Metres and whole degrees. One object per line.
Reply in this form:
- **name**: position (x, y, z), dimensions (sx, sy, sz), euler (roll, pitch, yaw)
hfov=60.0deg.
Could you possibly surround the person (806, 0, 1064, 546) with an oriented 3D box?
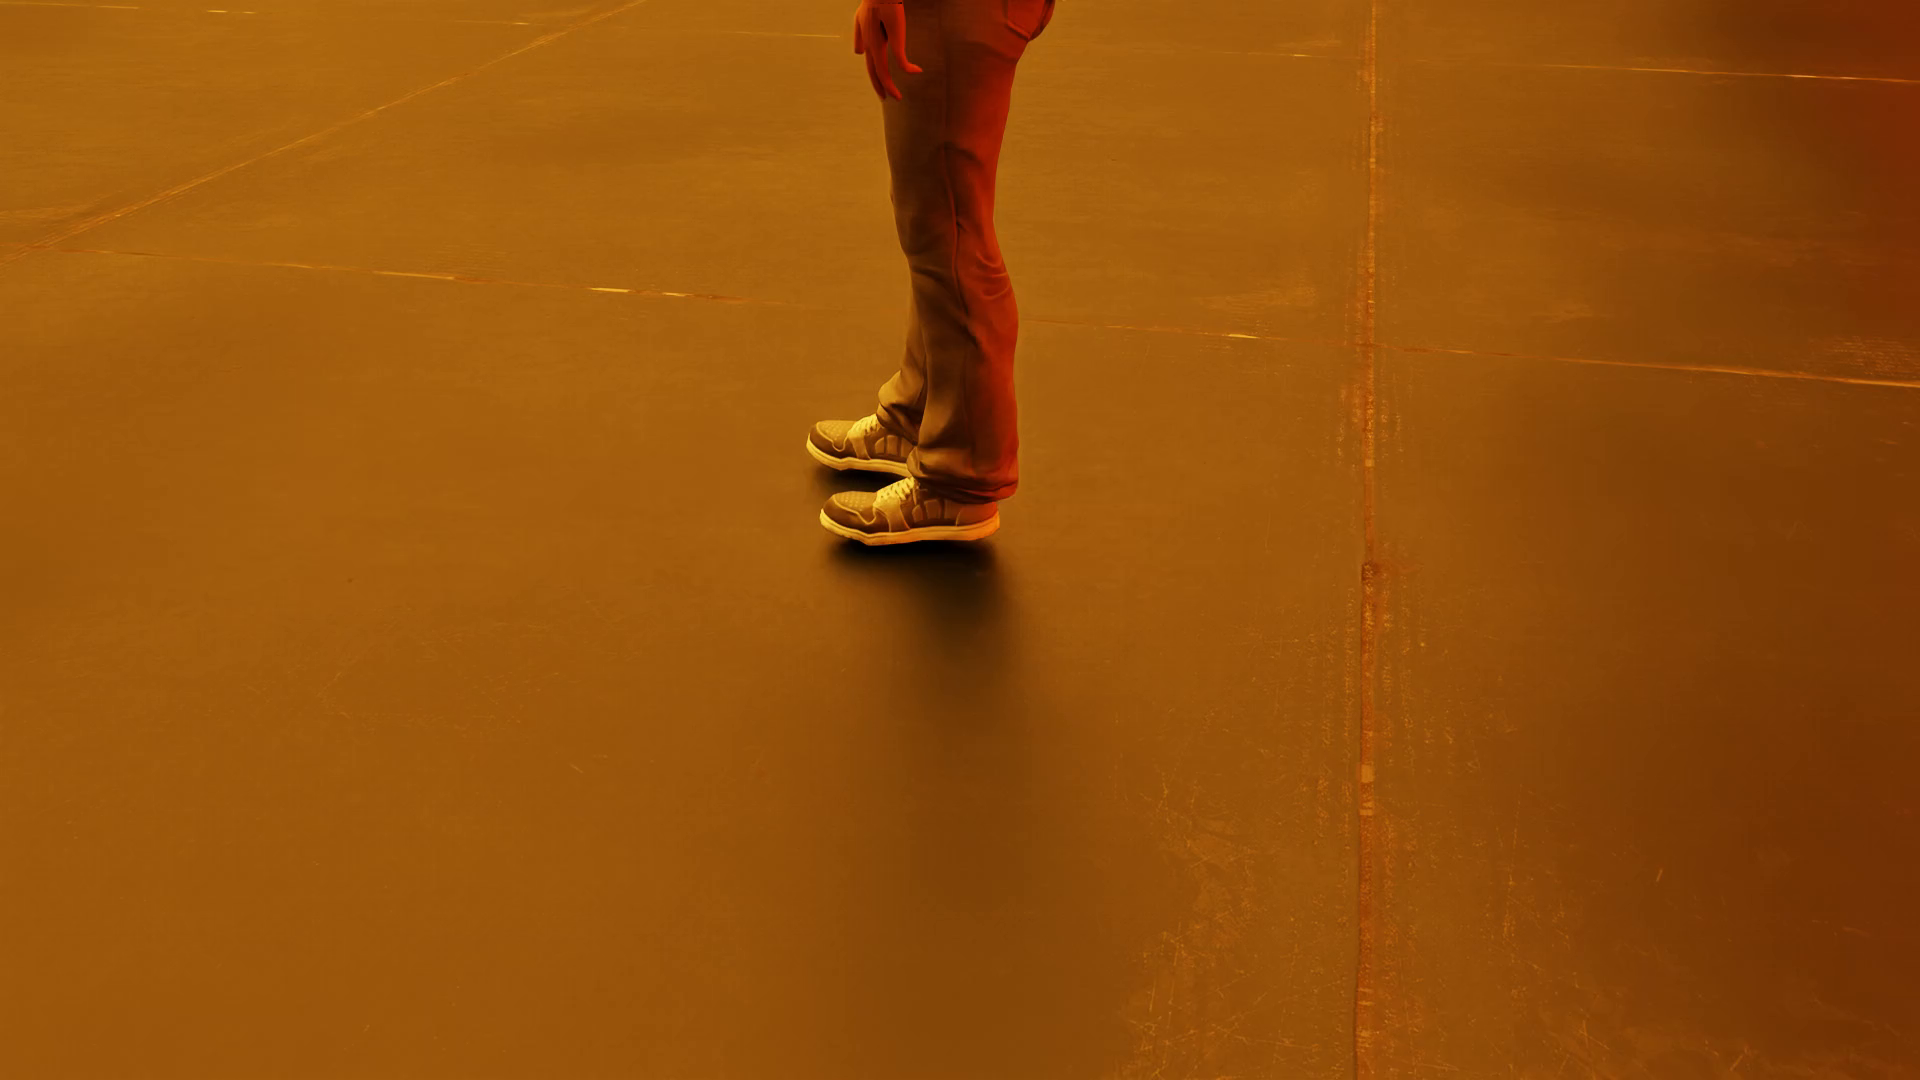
- **person**: position (-0.070, -0.733, 2.164), dimensions (0.473, 1.599, 0.521), euler (6, 27, 11)
